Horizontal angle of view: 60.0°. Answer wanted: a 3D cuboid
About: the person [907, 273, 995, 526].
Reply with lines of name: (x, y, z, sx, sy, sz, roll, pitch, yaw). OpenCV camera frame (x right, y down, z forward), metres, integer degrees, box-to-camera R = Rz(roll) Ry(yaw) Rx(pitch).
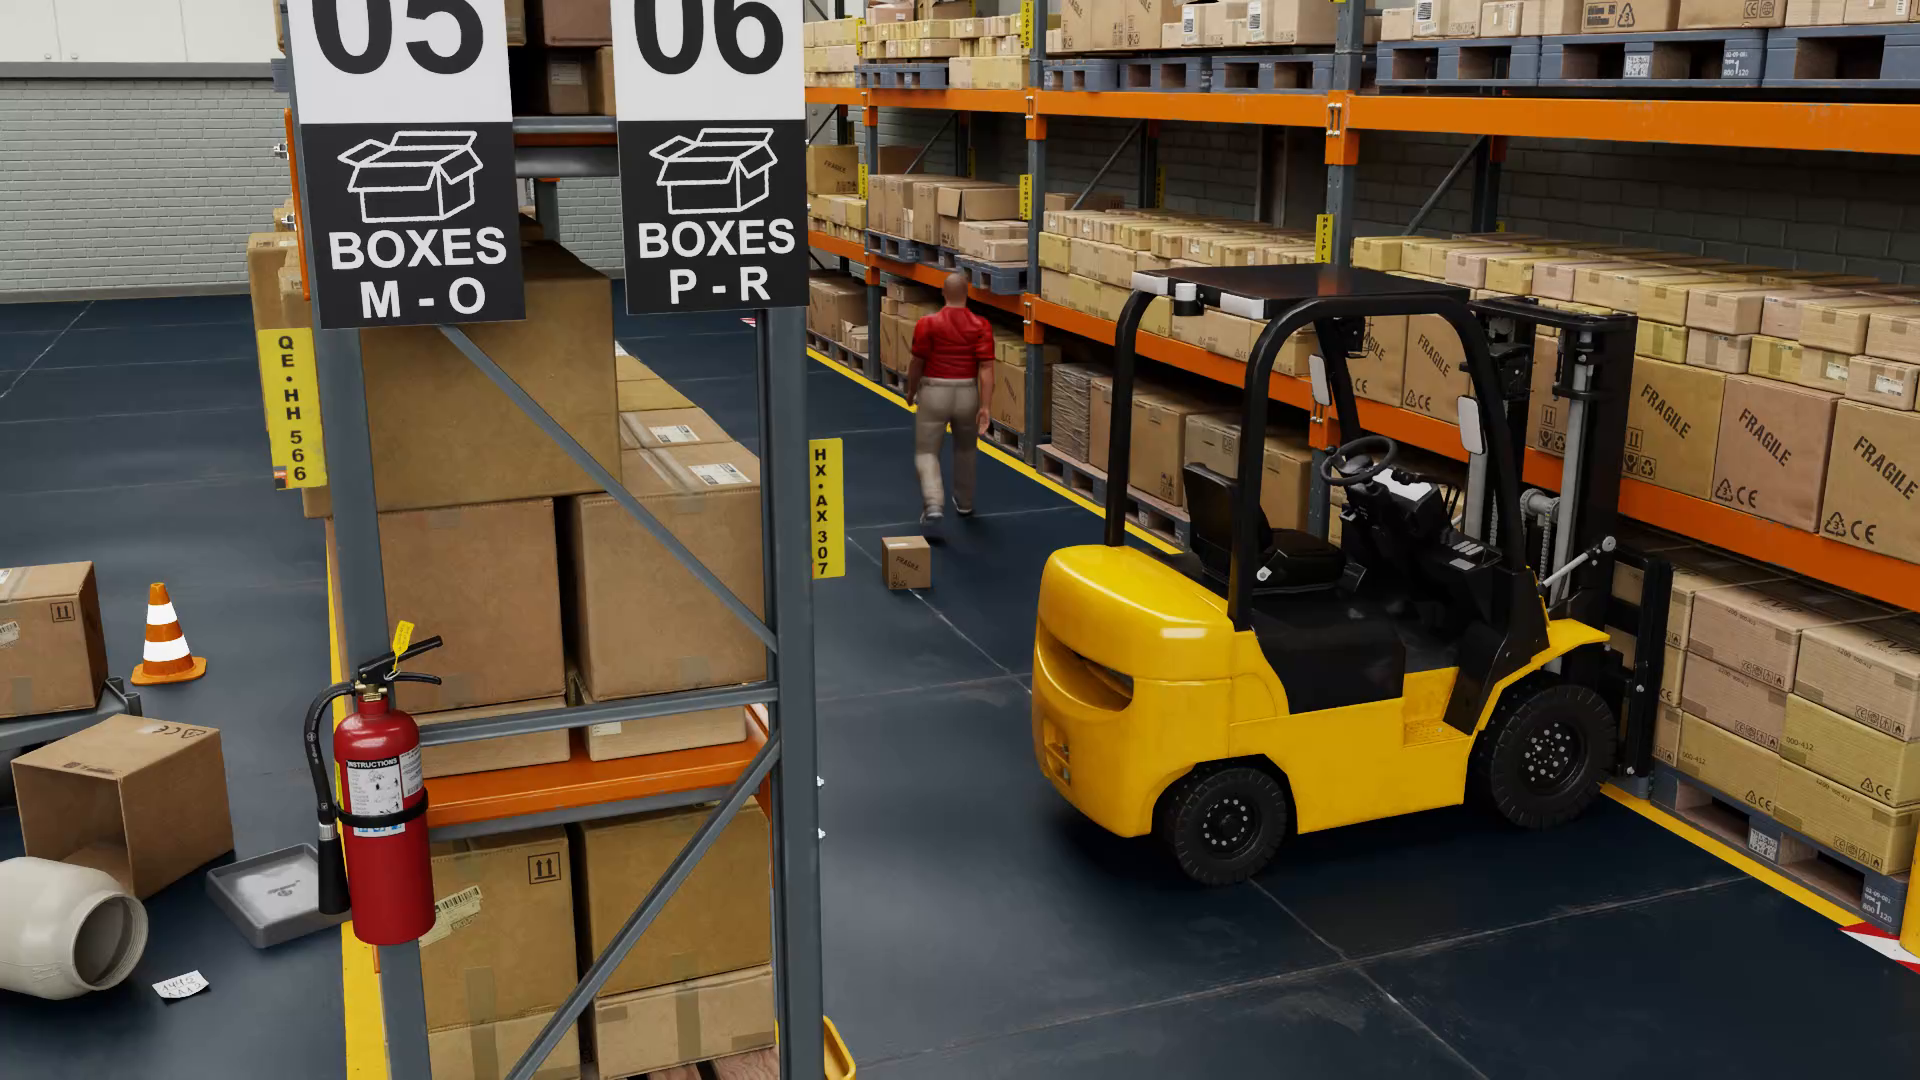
person: (-0.075, -0.929, 10.932, 0.534, 1.670, 0.996, -3, 16, -11)
